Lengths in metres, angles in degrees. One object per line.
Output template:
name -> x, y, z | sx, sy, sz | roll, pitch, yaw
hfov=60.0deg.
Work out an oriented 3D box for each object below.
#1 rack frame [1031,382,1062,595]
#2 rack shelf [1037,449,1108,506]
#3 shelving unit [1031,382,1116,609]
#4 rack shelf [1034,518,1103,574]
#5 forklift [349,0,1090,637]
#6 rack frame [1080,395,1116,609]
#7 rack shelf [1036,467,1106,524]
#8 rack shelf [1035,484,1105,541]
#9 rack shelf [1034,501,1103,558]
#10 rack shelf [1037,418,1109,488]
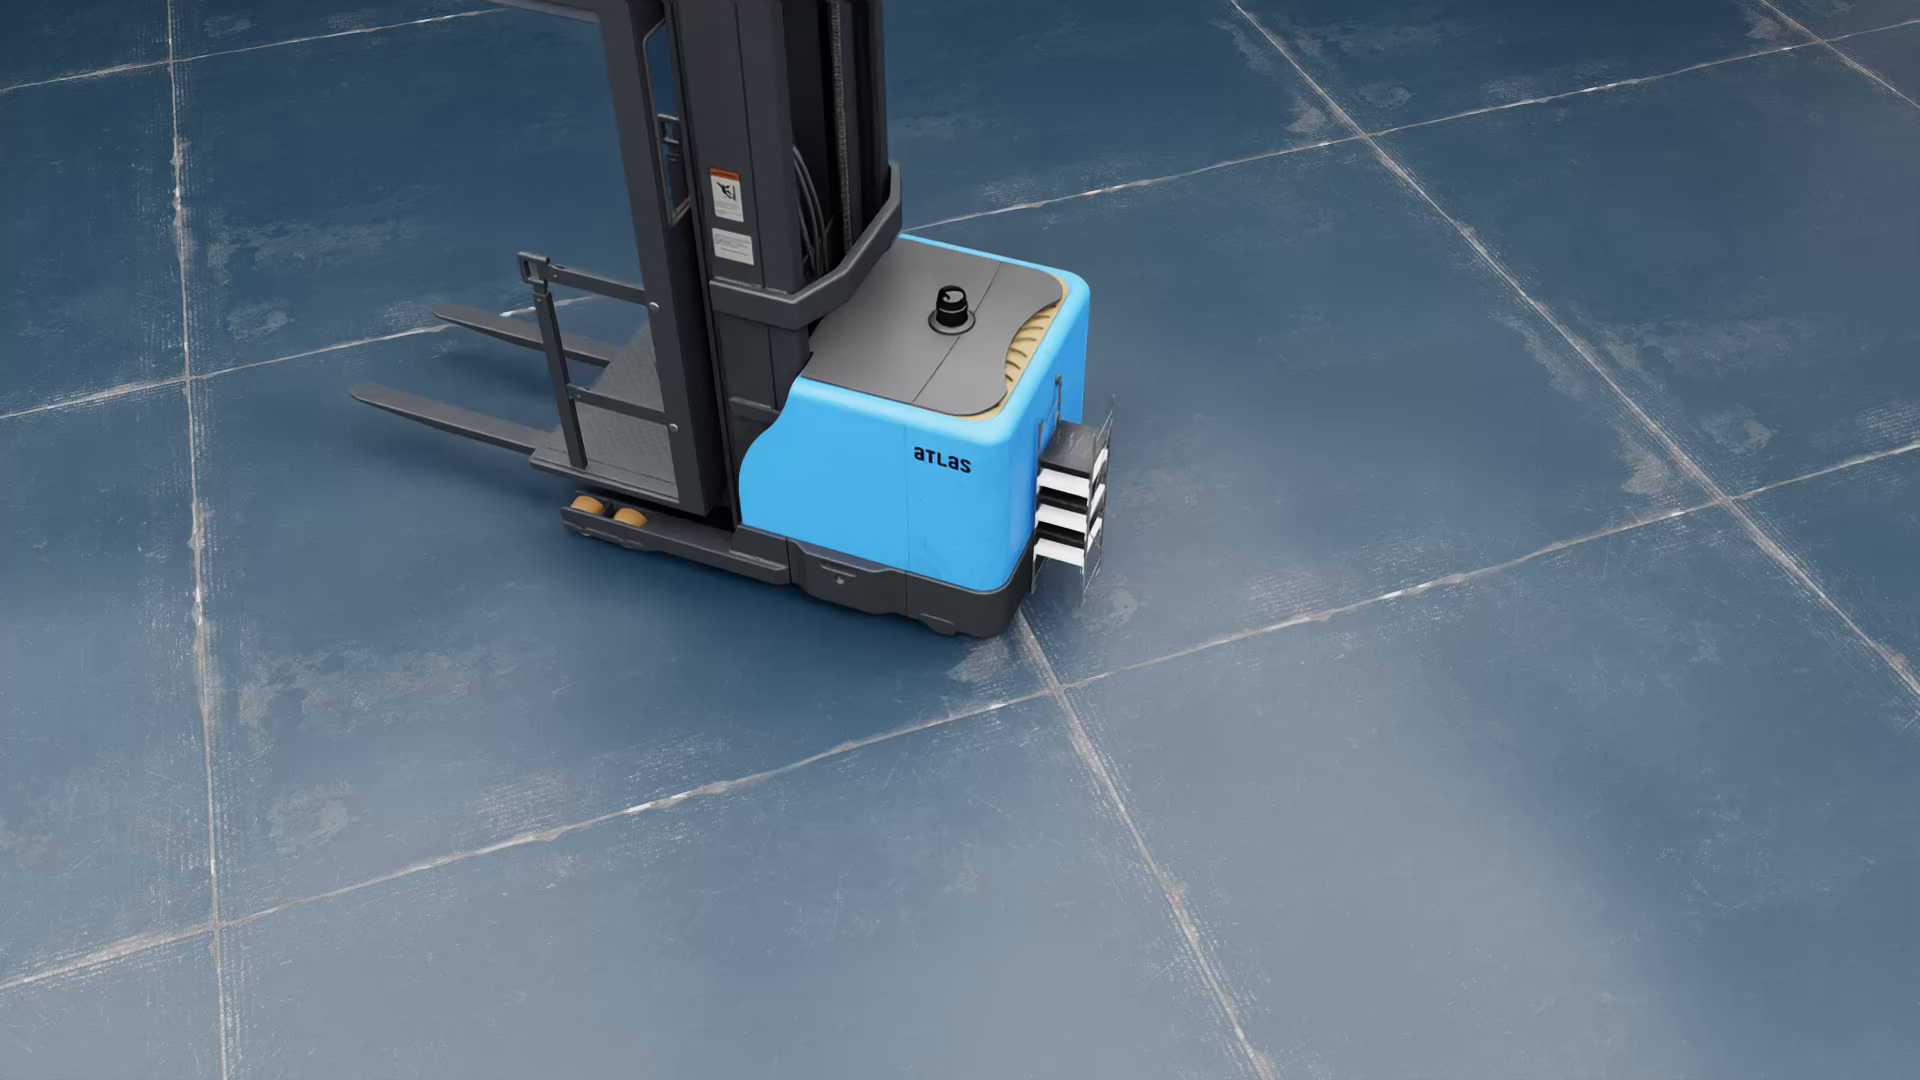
rack frame -> 0.326, -0.180, 6.294 | 0.006, 0.900, 0.240 | 16, 47, 15
rack shelf -> 0.421, -0.257, 6.164 | 0.200, 0.077, 0.258 | 16, 47, 15
shelving unit -> 0.421, -0.154, 6.268 | 0.210, 0.900, 0.258 | 16, 47, 15
rack shelf -> 0.421, -0.003, 6.419 | 0.200, 0.077, 0.258 | 16, 47, 15
forklift -> -1.068, -1.331, 6.008 | 3.031, 2.935, 1.130 | 16, 47, 15
rack frame -> 0.515, -0.128, 6.242 | 0.006, 0.900, 0.240 | 16, 47, 15
rack shelf -> 0.421, -0.194, 6.228 | 0.200, 0.077, 0.258 | 16, 47, 15
rack shelf -> 0.421, -0.130, 6.292 | 0.200, 0.077, 0.258 | 16, 47, 15
rack shelf -> 0.421, -0.067, 6.355 | 0.200, 0.077, 0.258 | 16, 47, 15
rack shelf -> 0.421, -0.321, 6.100 | 0.200, 0.077, 0.258 | 16, 47, 15
